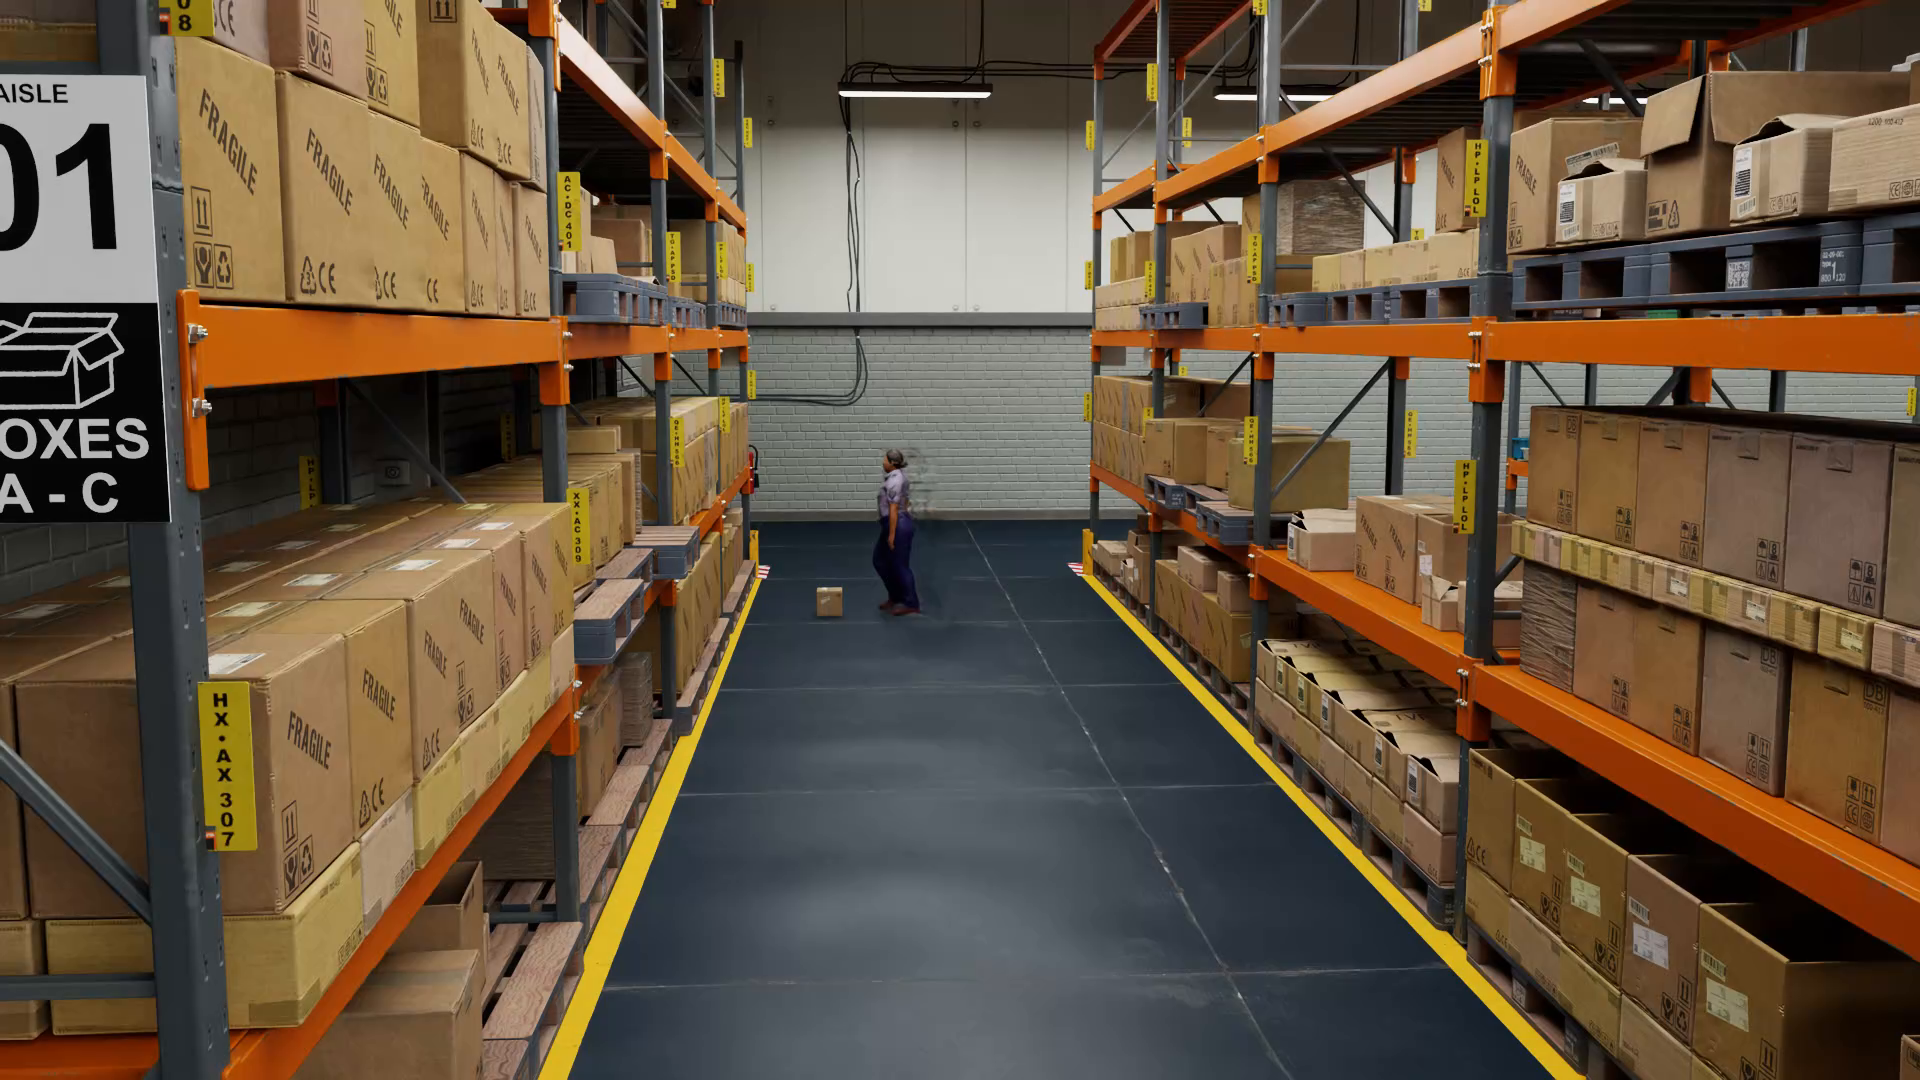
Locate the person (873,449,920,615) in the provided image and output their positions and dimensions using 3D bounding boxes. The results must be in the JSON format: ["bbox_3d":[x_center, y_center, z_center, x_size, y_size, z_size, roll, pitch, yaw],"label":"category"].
[{"bbox_3d":[-0.635,-0.086,16.390,0.515,1.631,0.491,1,7,6],"label":"person"}]
